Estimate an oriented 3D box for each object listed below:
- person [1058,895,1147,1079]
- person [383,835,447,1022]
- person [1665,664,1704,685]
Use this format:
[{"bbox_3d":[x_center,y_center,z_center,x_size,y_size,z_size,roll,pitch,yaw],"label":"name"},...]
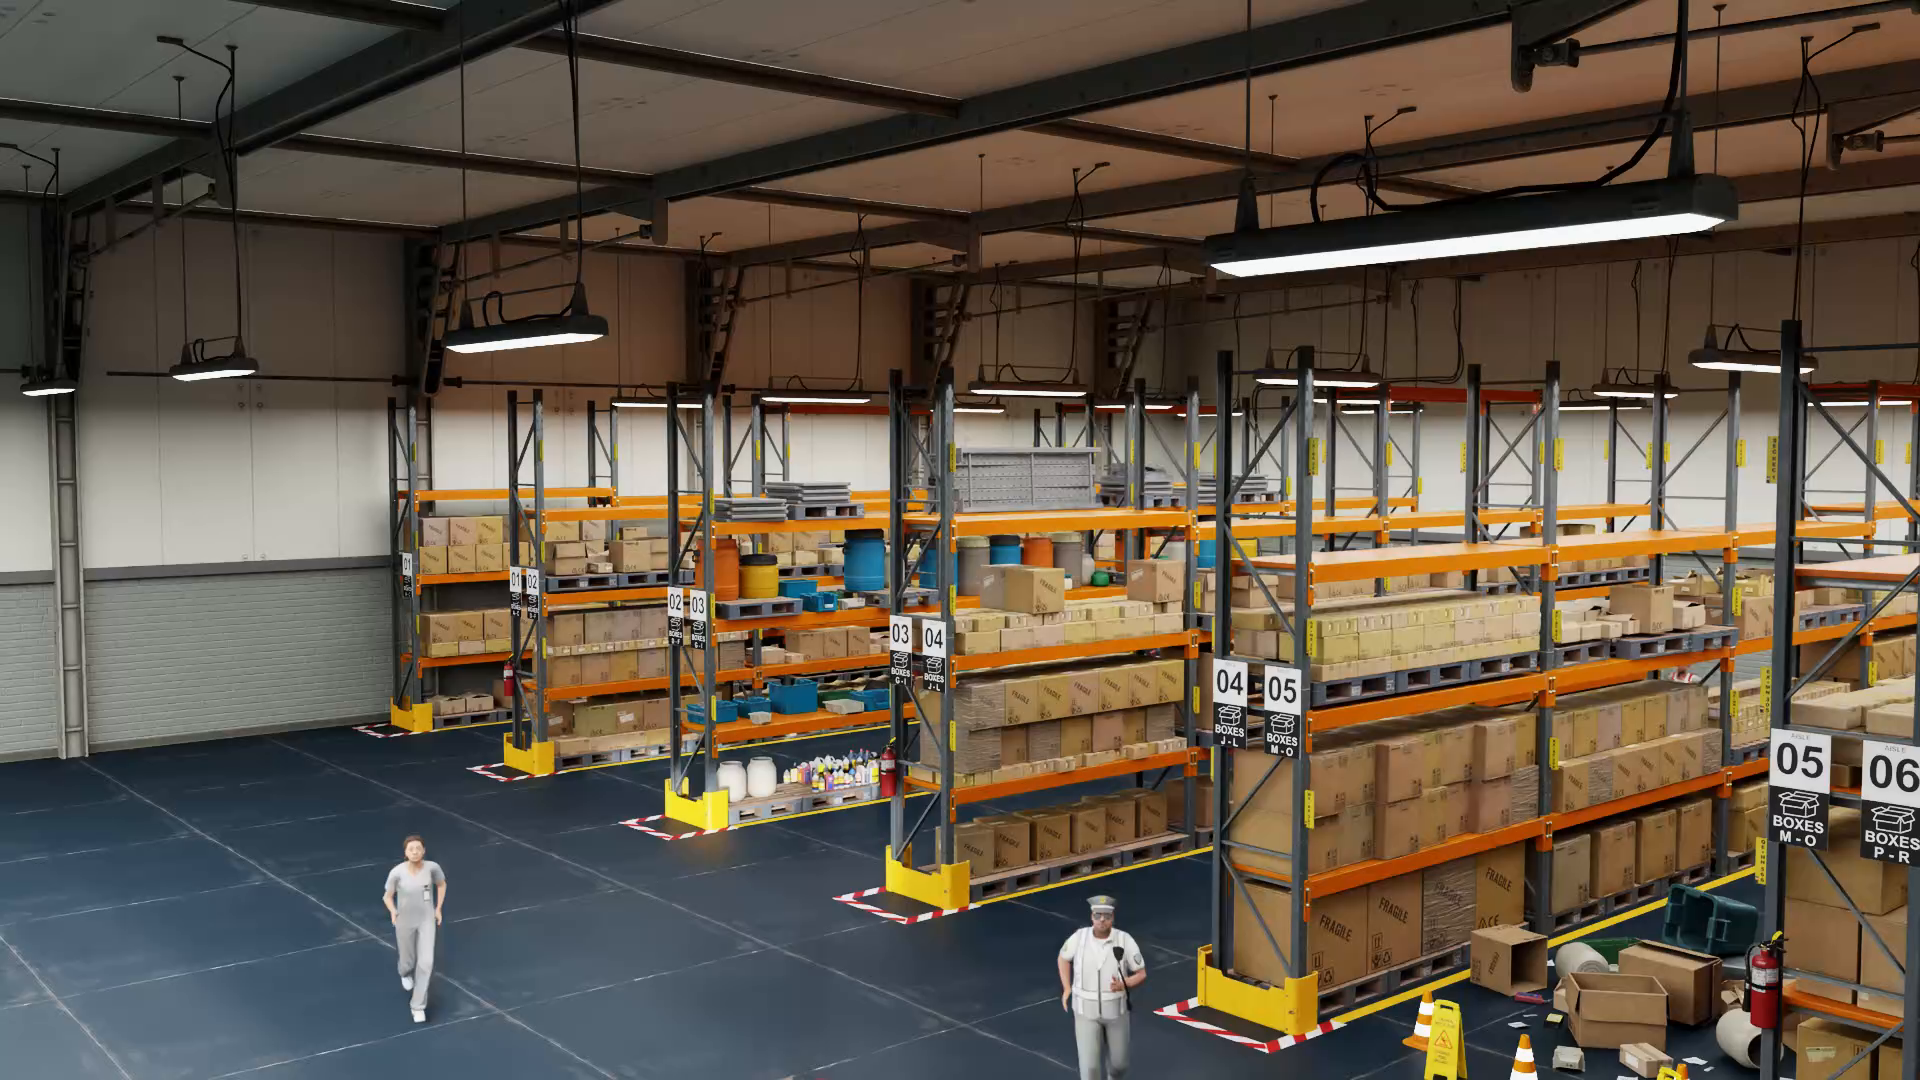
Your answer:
[{"bbox_3d":[1.067,3.536,12.538,0.672,1.755,0.932,0,3,5],"label":"person"},{"bbox_3d":[-4.945,3.466,15.105,0.554,1.637,0.801,-1,4,-23],"label":"person"},{"bbox_3d":[11.582,2.734,26.698,0.592,1.748,0.665,-3,5,-44],"label":"person"}]
